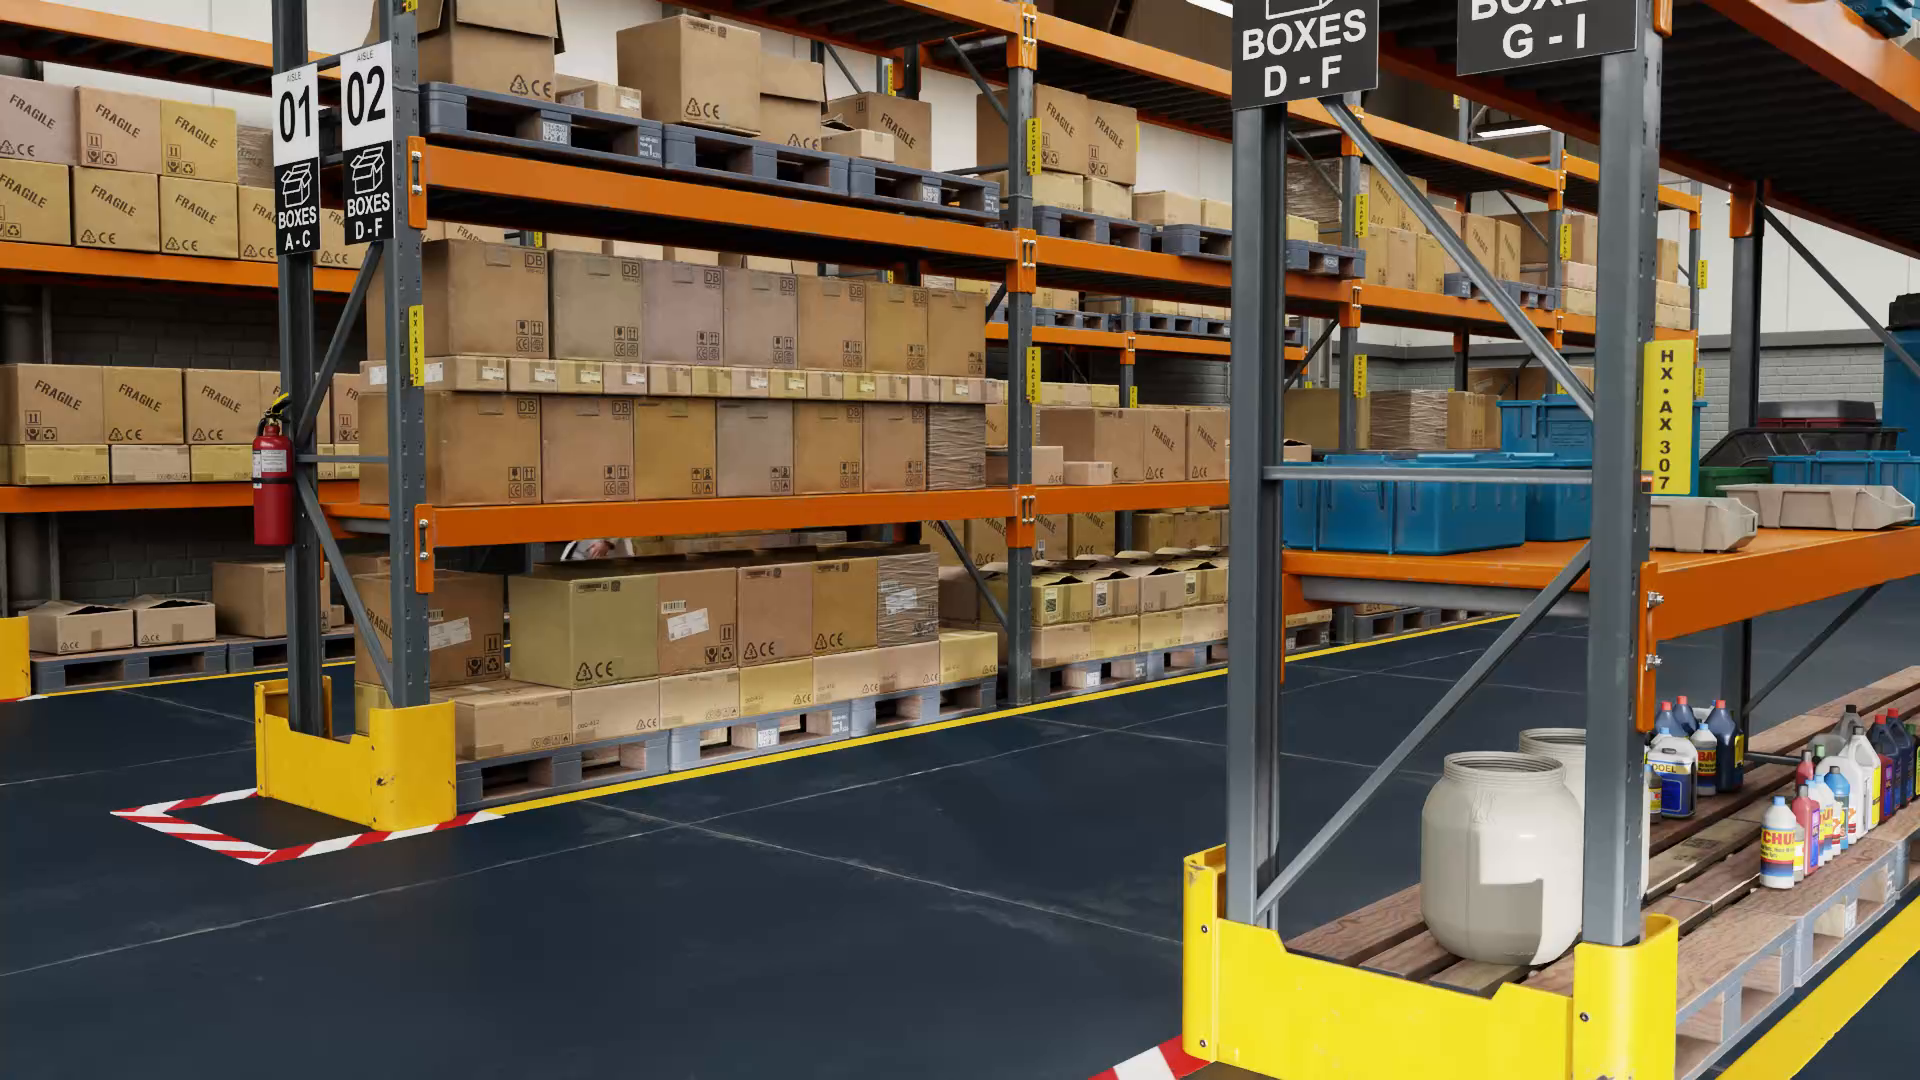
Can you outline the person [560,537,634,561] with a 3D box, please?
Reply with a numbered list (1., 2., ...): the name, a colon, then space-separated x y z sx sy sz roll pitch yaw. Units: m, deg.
1. person: -2.347 0.056 10.567 0.587 1.720 1.078 2 4 34
